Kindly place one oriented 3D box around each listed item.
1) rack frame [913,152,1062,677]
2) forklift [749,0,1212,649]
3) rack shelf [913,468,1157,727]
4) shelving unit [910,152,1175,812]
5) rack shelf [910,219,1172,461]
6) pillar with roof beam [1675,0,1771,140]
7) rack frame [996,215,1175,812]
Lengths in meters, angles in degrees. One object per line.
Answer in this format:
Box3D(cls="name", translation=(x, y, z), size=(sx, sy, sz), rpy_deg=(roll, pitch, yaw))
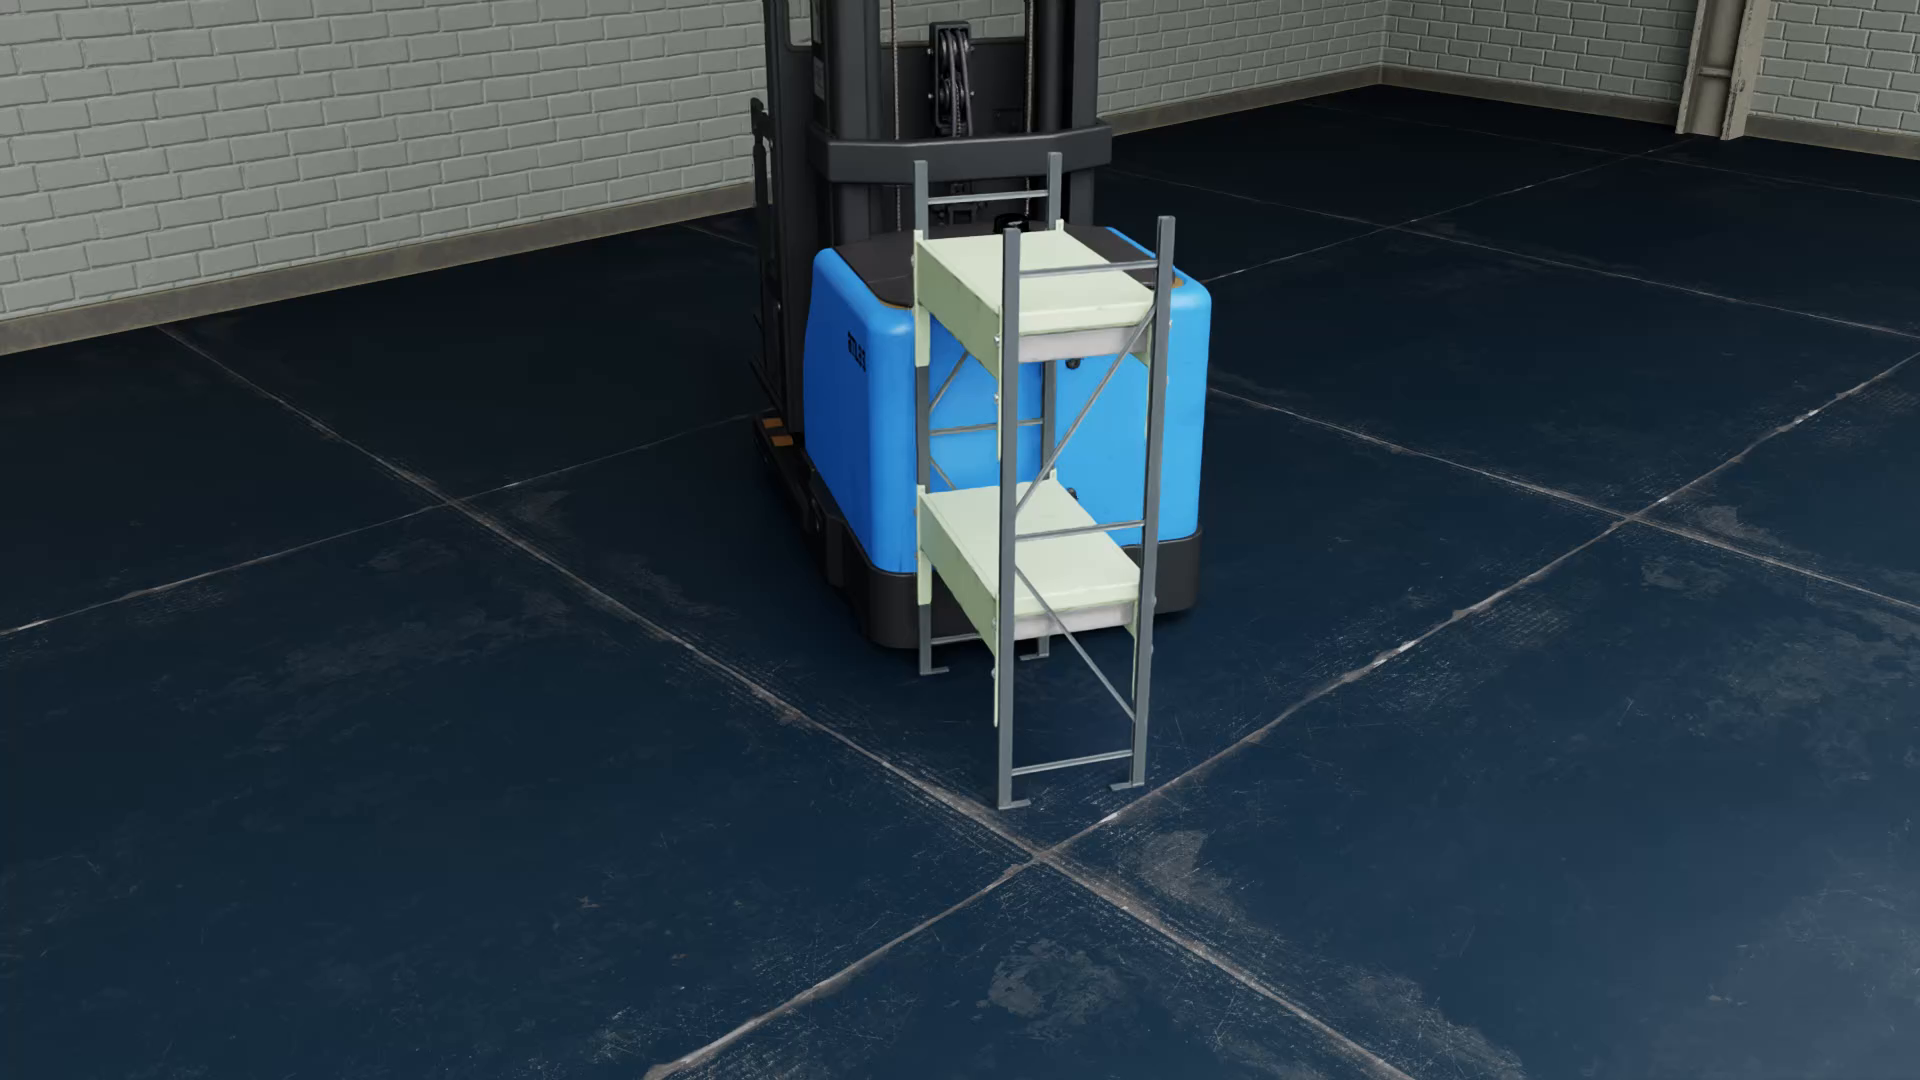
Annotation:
Box3D(cls="rack frame", translation=(0.073, -0.311, 4.620), size=(0.400, 1.500, 0.023), rpy_deg=(-7, 26, -15))
Box3D(cls="forklift", translation=(-0.167, -1.602, 5.730), size=(1.130, 2.935, 3.031), rpy_deg=(-7, 25, -15))
Box3D(cls="rack shelf", translation=(0.180, 0.132, 4.438), size=(0.431, 0.370, 0.720), rpy_deg=(-7, 26, -15))
Box3D(cls="shelving unit", translation=(0.180, -0.165, 4.302), size=(0.431, 1.500, 0.755), rpy_deg=(-7, 26, -15))
Box3D(cls="rack shelf", translation=(0.180, -0.519, 4.139), size=(0.431, 0.370, 0.720), rpy_deg=(-7, 26, -15))
Box3D(cls="pillar with roof beam", translation=(2.438, -5.897, 7.834), size=(9.100, 9.000, 0.400), rpy_deg=(-21, 32, -38))
Box3D(cls="rack frame", translation=(0.287, -0.019, 3.984), size=(0.400, 1.500, 0.023), rpy_deg=(-7, 26, -15))
